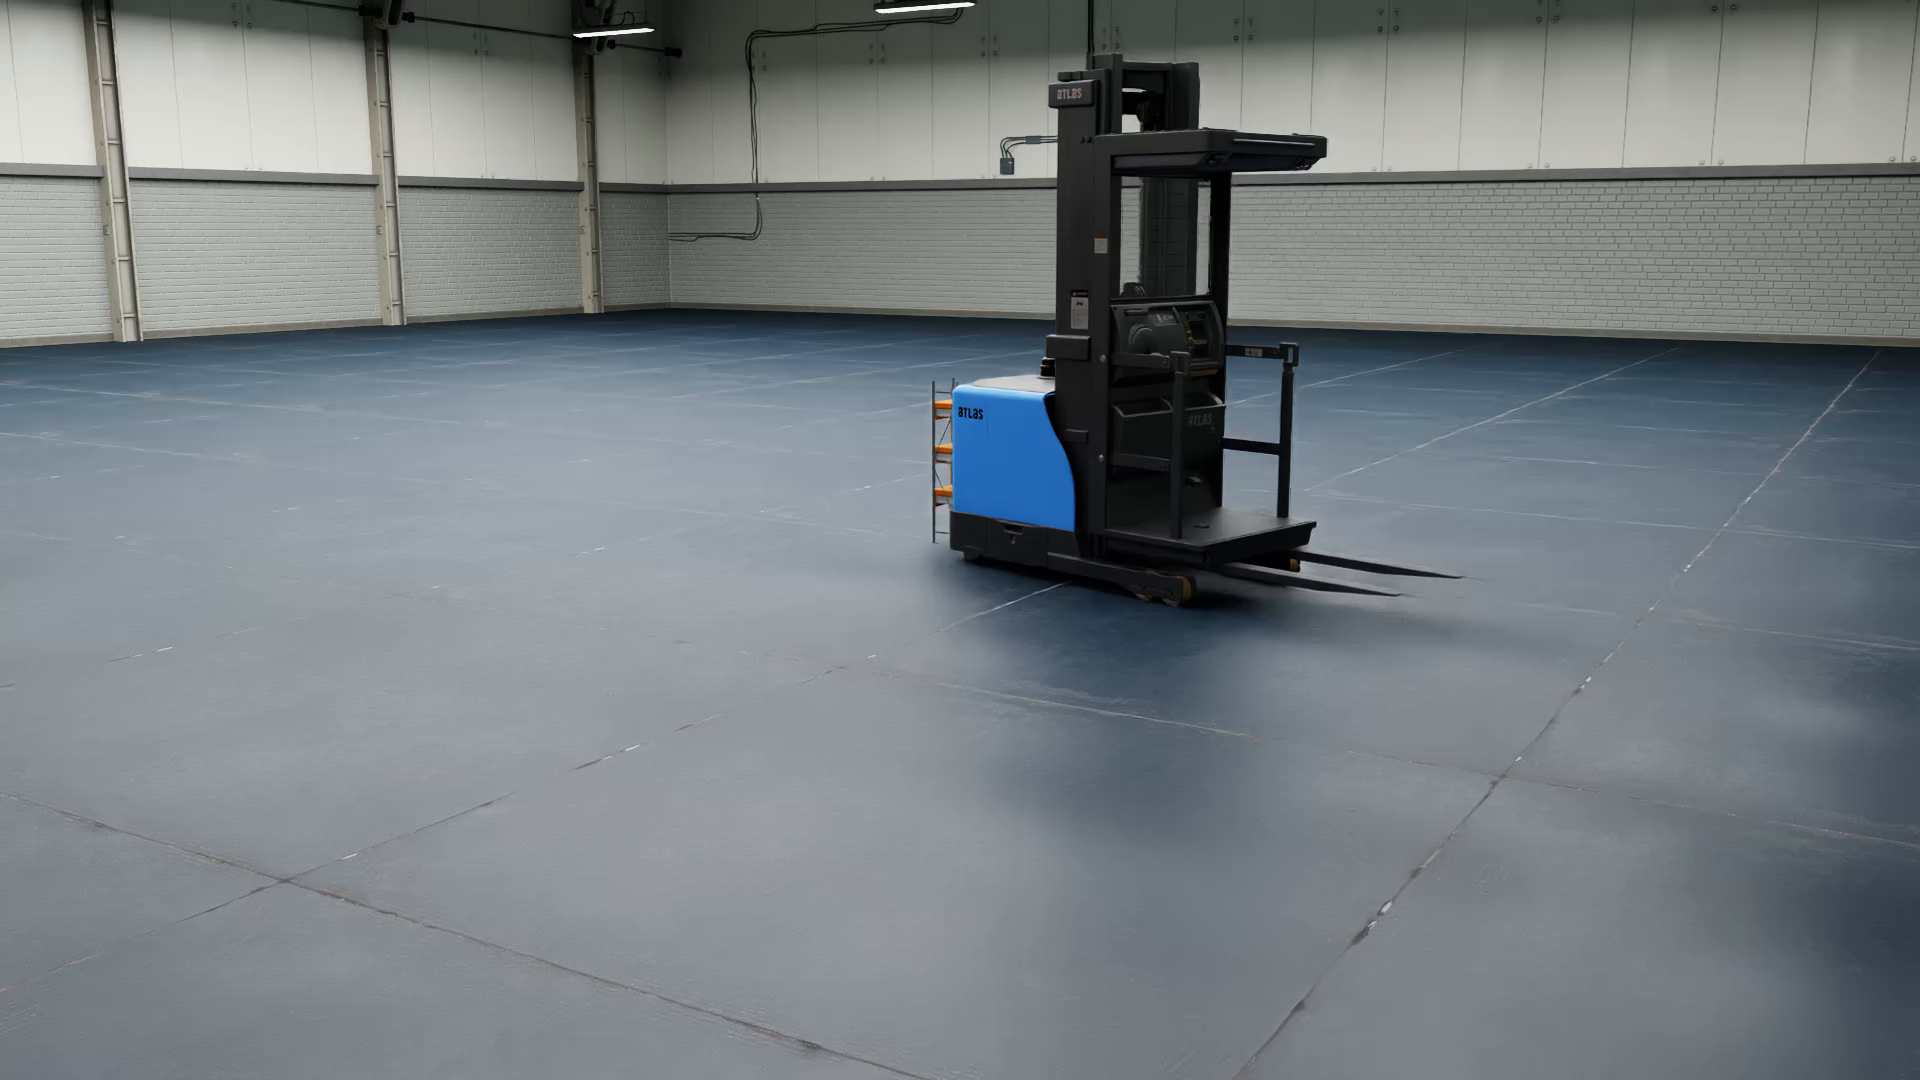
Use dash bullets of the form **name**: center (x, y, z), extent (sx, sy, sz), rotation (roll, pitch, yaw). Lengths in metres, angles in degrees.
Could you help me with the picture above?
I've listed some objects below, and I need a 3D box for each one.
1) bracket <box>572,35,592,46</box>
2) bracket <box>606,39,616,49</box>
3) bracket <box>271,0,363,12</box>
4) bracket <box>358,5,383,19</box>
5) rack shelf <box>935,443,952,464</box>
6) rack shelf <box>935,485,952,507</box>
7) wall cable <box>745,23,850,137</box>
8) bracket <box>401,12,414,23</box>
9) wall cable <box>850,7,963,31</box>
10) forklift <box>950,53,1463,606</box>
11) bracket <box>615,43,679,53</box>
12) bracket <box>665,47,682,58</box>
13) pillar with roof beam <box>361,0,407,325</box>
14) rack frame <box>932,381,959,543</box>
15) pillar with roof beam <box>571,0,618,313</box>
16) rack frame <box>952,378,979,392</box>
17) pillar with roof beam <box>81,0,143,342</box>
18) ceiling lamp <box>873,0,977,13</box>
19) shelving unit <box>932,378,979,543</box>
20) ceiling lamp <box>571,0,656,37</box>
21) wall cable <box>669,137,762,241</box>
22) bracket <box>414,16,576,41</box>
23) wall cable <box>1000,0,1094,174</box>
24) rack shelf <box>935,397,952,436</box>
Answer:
- **bracket**: center (-8.783, -11.598, 38.583), extent (0.235, 0.232, 0.430), rotation (6, 12, 31)
- **bracket**: center (-8.352, -11.728, 39.281), extent (0.235, 0.232, 0.430), rotation (6, 12, 31)
- **bracket**: center (-13.235, -10.249, 31.378), extent (0.076, 0.066, 4.783), rotation (6, 12, 31)
- **bracket**: center (-11.898, -10.654, 33.543), extent (0.235, 0.232, 0.430), rotation (6, 12, 31)
- **rack shelf**: center (-0.028, -0.497, 10.729), extent (0.215, 0.259, 0.240), rotation (6, 12, 31)
- **rack shelf**: center (-0.028, -0.224, 10.780), extent (0.215, 0.259, 0.240), rotation (6, 12, 31)
- **wall cable**: center (-3.899, -10.963, 39.685), extent (3.097, 2.526, 0.112), rotation (6, 12, 31)
- **bracket**: center (-11.467, -10.785, 34.240), extent (0.235, 0.232, 0.430), rotation (6, 12, 31)
- **wall cable**: center (-1.254, -12.903, 37.687), extent (3.097, 2.526, 0.112), rotation (6, 12, 31)
- **forklift**: center (1.328, -1.191, 9.267), extent (1.130, 2.935, 3.031), rotation (-10, 15, -43)
- **bracket**: center (-7.428, -12.008, 40.775), extent (0.076, 0.066, 3.189), rotation (6, 12, 31)
- **bracket**: center (-7.121, -12.101, 41.271), extent (0.235, 0.232, 0.430), rotation (6, 12, 31)
- **pillar with roof beam**: center (-8.306, -8.573, 32.207), extent (9.100, 9.000, 0.548), rotation (6, 12, 31)
- **rack frame**: center (-0.091, -0.488, 10.625), extent (0.200, 1.050, 0.008), rotation (6, 12, 31)
- **pillar with roof beam**: center (-5.191, -9.517, 37.247), extent (9.100, 9.000, 0.548), rotation (6, 12, 31)
- **rack frame**: center (0.036, -0.527, 10.830), extent (0.200, 1.050, 0.008), rotation (6, 12, 31)
- **pillar with roof beam**: center (-11.421, -7.629, 27.167), extent (9.100, 9.000, 0.400), rotation (6, 12, 31)
- **ceiling lamp**: center (-0.502, -11.030, 29.466), extent (2.000, 3.185, 0.800), rotation (6, 12, 31)
- **shelving unit**: center (-0.028, -0.508, 10.727), extent (0.215, 1.050, 0.252), rotation (6, 12, 31)
- **ceiling lamp**: center (-6.818, -11.736, 33.237), extent (2.000, 3.185, 0.800), rotation (6, 12, 31)
- **wall cable**: center (-6.211, -8.739, 41.530), extent (3.097, 2.526, 0.112), rotation (6, 12, 31)
- **bracket**: center (-10.120, -11.193, 36.419), extent (0.076, 0.066, 4.783), rotation (6, 12, 31)
- **wall cable**: center (1.895, -11.027, 36.073), extent (2.305, 6.003, 0.169), rotation (6, 12, 31)
- **rack shelf**: center (-0.028, -0.776, 10.677), extent (0.215, 0.259, 0.240), rotation (6, 12, 31)
